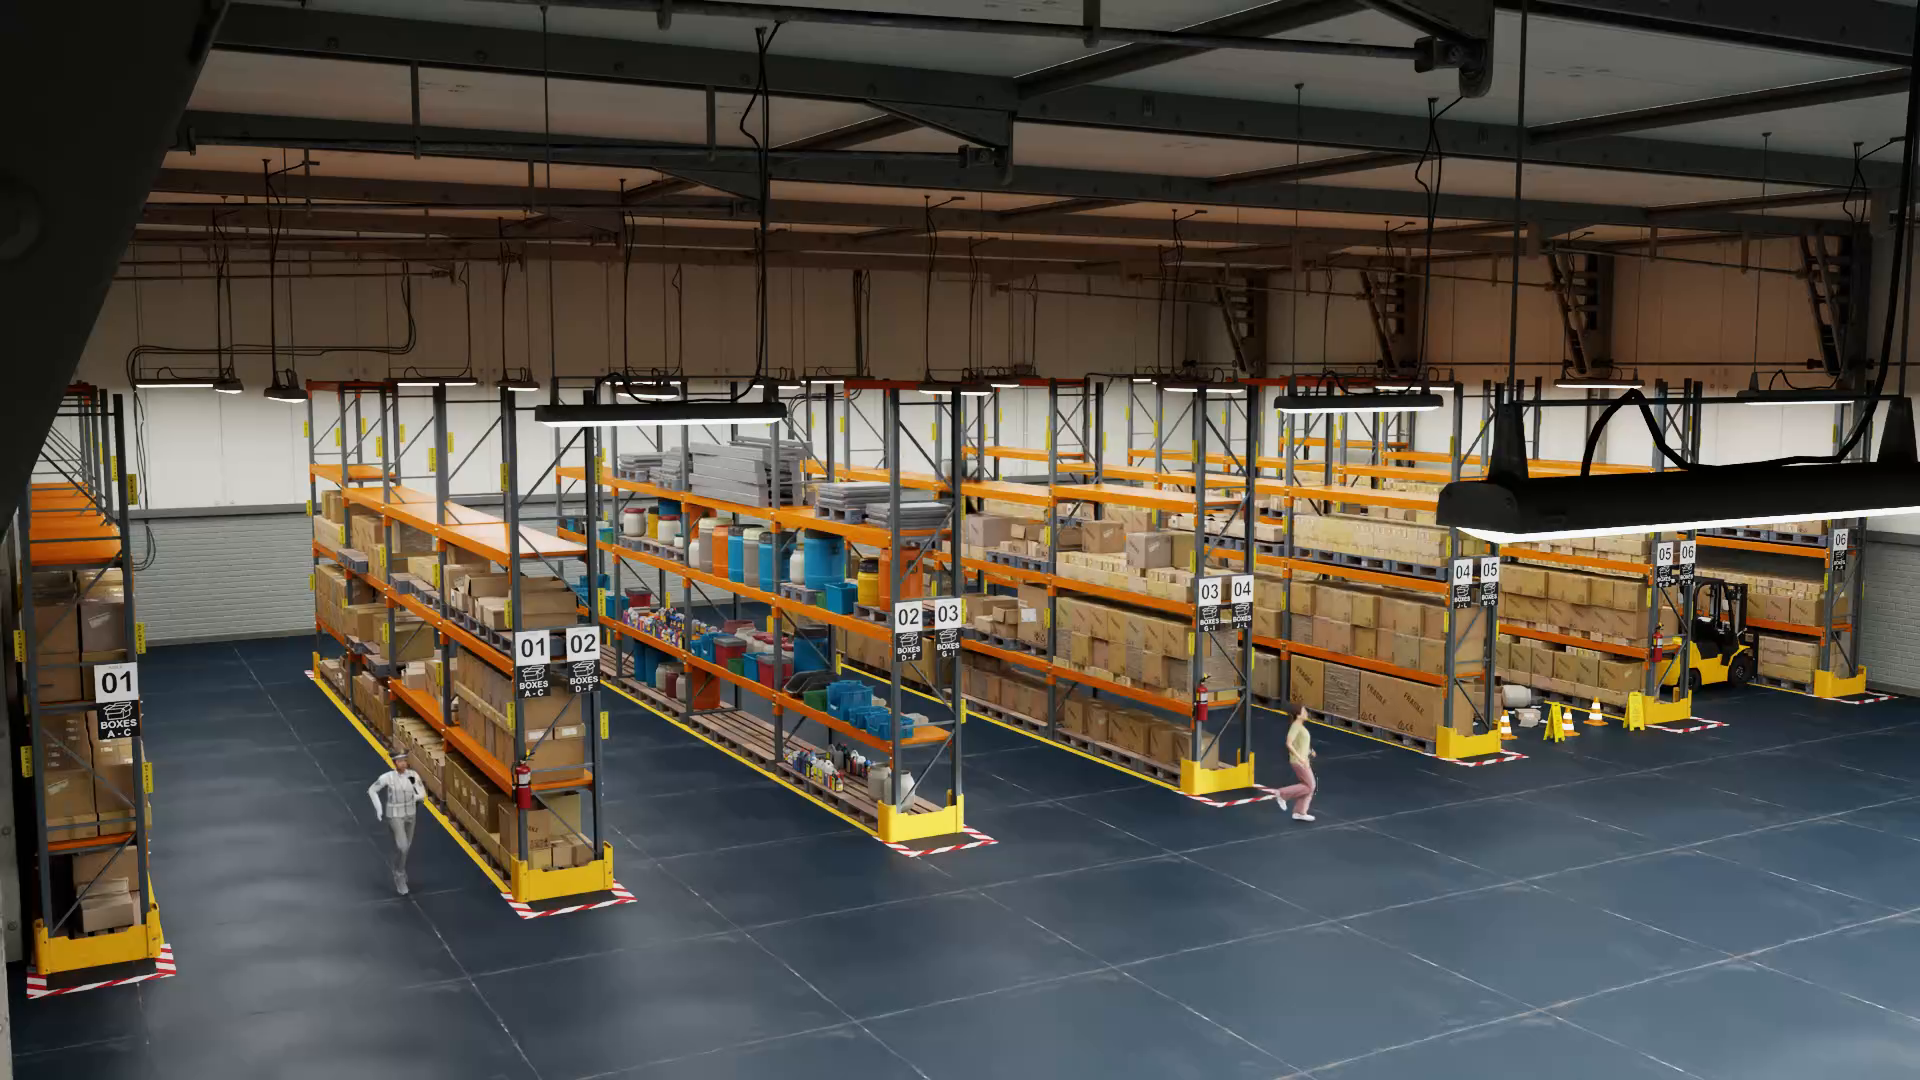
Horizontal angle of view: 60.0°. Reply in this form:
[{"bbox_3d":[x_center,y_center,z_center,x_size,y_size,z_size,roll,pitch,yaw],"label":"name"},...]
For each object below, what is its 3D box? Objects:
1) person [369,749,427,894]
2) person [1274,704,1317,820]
[{"bbox_3d":[-6.728,3.366,20.034,0.576,1.749,0.719,-6,8,-44],"label":"person"},{"bbox_3d":[4.668,3.080,23.107,0.565,1.627,0.593,2,6,14],"label":"person"}]
